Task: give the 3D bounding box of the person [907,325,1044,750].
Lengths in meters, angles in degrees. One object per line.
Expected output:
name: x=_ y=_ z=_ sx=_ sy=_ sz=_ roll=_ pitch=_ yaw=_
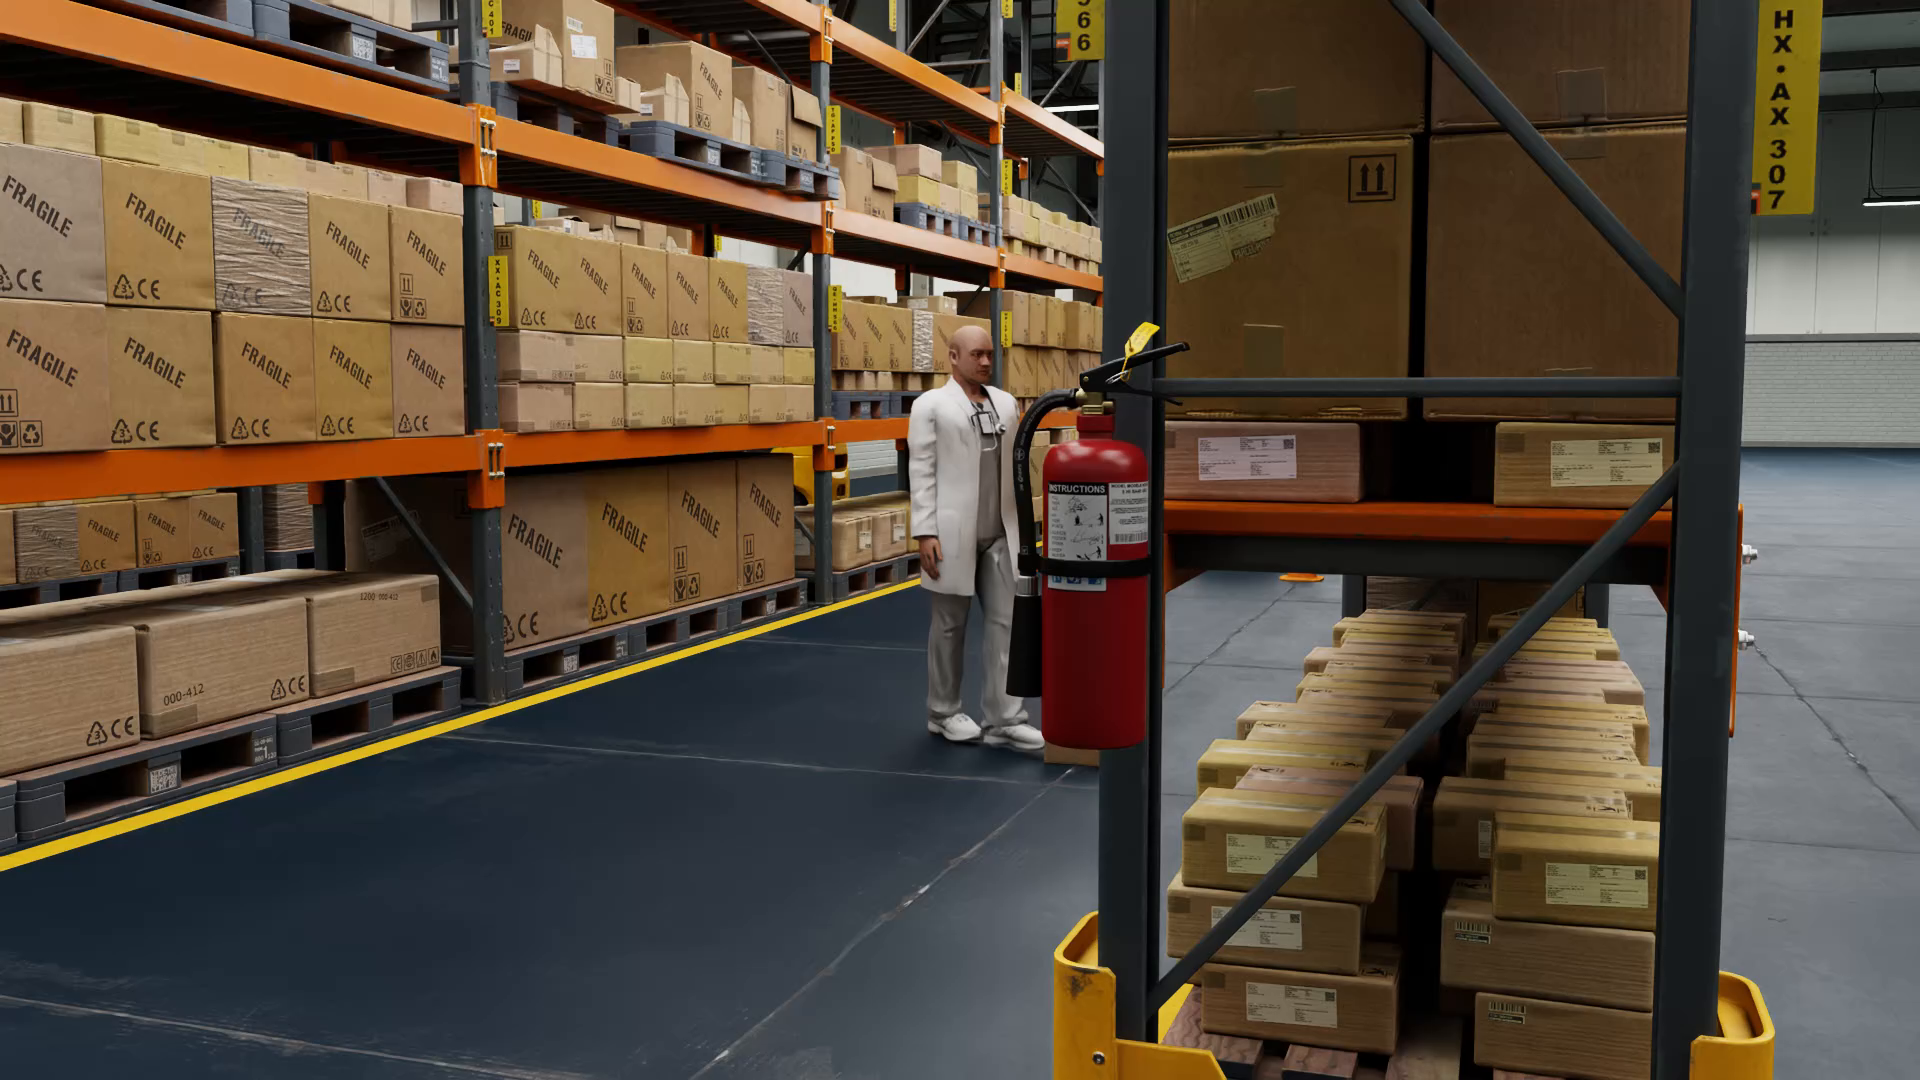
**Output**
person: x=0.096 y=-0.017 z=7.001 sx=0.590 sy=1.770 sz=0.700 roll=-3 pitch=6 yaw=-27
